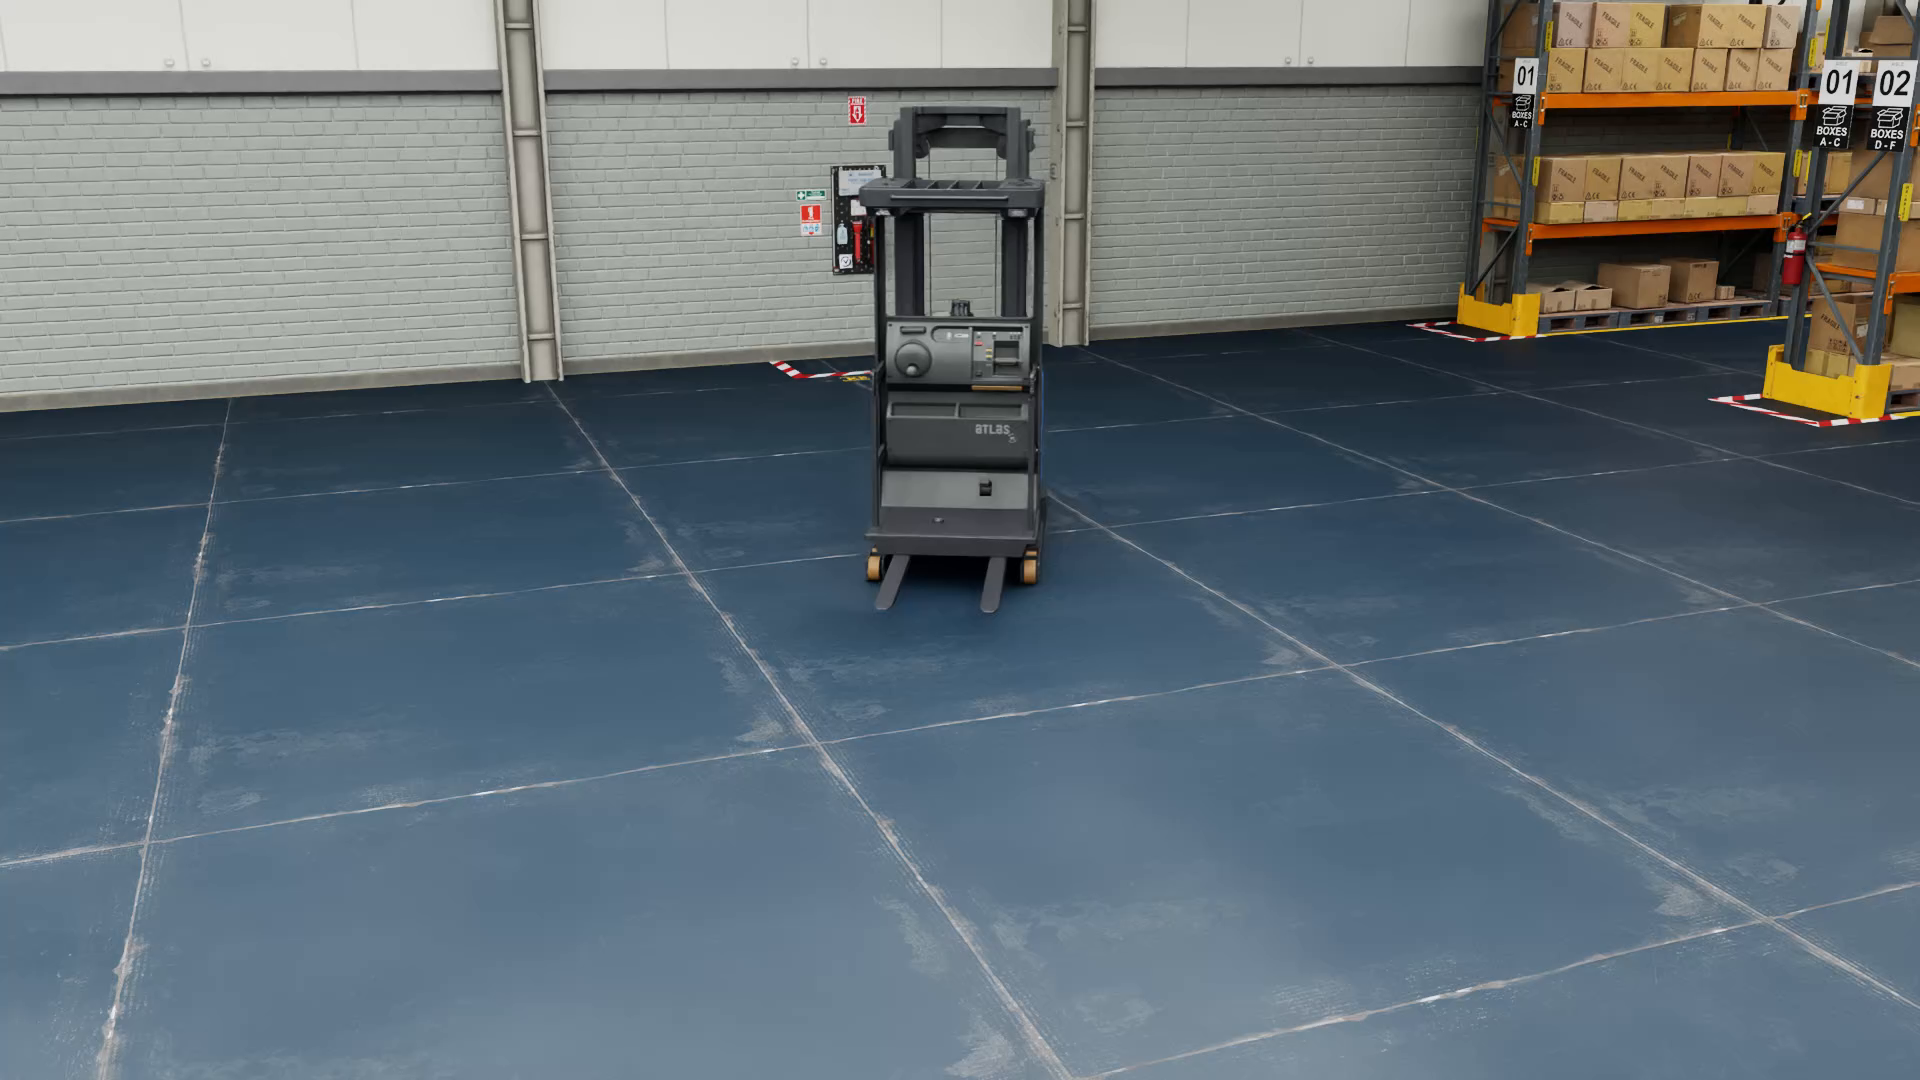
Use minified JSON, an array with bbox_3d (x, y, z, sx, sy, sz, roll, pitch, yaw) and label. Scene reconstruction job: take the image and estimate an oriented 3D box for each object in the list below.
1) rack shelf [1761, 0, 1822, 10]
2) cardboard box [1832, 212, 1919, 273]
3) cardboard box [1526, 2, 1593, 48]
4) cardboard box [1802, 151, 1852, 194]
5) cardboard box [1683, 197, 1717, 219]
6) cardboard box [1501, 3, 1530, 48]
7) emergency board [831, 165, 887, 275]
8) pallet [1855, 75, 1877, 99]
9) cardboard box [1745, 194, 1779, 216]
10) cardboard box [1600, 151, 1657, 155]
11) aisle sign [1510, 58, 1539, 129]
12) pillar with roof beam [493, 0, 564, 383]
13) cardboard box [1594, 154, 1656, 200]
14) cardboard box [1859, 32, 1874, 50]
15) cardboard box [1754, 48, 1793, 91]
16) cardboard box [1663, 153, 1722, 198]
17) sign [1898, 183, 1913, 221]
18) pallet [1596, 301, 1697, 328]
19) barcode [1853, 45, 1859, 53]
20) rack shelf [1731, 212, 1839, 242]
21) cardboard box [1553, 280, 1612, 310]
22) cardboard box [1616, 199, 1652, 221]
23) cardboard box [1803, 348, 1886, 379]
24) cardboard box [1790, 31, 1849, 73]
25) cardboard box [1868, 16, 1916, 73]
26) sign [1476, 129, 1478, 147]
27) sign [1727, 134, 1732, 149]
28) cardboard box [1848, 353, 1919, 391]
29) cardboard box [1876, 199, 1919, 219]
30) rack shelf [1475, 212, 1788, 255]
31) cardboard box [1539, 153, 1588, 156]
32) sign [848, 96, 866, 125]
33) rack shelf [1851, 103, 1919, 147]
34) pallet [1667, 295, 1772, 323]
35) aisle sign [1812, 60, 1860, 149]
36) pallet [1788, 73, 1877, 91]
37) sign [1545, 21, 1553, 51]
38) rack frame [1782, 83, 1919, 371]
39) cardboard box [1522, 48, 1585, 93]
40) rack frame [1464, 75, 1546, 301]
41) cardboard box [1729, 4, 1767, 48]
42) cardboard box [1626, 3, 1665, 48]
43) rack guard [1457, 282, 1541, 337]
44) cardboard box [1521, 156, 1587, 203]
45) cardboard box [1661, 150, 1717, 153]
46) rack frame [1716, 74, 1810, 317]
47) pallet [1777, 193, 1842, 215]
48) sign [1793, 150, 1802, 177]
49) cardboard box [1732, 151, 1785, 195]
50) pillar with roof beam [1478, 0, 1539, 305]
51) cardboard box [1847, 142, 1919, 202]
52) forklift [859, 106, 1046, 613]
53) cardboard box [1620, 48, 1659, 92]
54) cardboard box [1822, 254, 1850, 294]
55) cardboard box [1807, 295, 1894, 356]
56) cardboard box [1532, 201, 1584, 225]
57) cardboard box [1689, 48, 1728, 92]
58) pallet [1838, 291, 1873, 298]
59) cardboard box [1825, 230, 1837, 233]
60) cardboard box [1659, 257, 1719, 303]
[{"bbox_3d":[12.120,-6.975,21.366,4.000,0.370,1.077,-6,17,-20],"label":"rack shelf"},{"bbox_3d":[8.734,-2.817,15.691,0.500,0.500,0.700,-6,17,-20],"label":"cardboard box"},{"bbox_3d":[6.964,-5.980,19.328,0.500,0.500,0.500,-8,18,-24],"label":"cardboard box"},{"bbox_3d":[11.265,-4.788,21.621,0.500,0.500,0.700,-4,17,-14],"label":"cardboard box"},{"bbox_3d":[8.987,-4.139,20.601,0.500,0.250,0.500,-6,17,-20],"label":"cardboard box"},{"bbox_3d":[6.827,-6.118,19.796,0.500,0.500,0.500,-5,17,-18],"label":"cardboard box"},{"bbox_3d":[-1.062,-3.483,18.135,0.643,1.169,0.194,-6,17,-20],"label":"emergency board"},{"bbox_3d":[8.963,-4.187,15.366,1.213,0.211,1.003,-6,17,-20],"label":"pallet"},{"bbox_3d":[9.919,-4.242,20.951,0.500,0.250,0.500,-6,17,-20],"label":"cardboard box"},{"bbox_3d":[8.307,-4.582,20.777,0.500,0.500,0.500,-6,17,-19],"label":"cardboard box"},{"bbox_3d":[6.558,-5.190,19.334,0.004,0.787,0.394,-6,17,-20],"label":"aisle sign"},{"bbox_3d":[-2.803,-4.863,12.187,0.400,9.000,9.100,-6,17,-20],"label":"pillar with roof beam"},{"bbox_3d":[8.021,-4.393,20.134,0.500,0.500,0.500,-7,18,-22],"label":"cardboard box"},{"bbox_3d":[11.944,-6.279,21.411,0.500,0.500,0.500,-7,18,-22],"label":"cardboard box"},{"bbox_3d":[9.867,-5.813,20.532,0.500,0.500,0.500,-6,17,-19],"label":"cardboard box"},{"bbox_3d":[8.984,-4.501,20.501,0.500,0.500,0.500,-7,18,-22],"label":"cardboard box"},{"bbox_3d":[8.487,-3.033,14.924,0.005,0.325,0.100,-6,17,-20],"label":"sign"},{"bbox_3d":[8.497,-2.893,21.075,1.213,0.211,1.003,-6,17,-20],"label":"pallet"},{"bbox_3d":[8.403,-4.601,15.588,0.075,0.075,0.001,-6,17,-20],"label":"barcode"},{"bbox_3d":[12.120,-4.289,22.155,4.000,0.370,1.077,-6,17,-20],"label":"rack shelf"},{"bbox_3d":[7.728,-3.053,20.663,0.500,0.311,0.500,-5,17,-15],"label":"cardboard box"},{"bbox_3d":[8.045,-4.038,20.256,0.500,0.250,0.500,-6,18,-21],"label":"cardboard box"},{"bbox_3d":[8.689,-1.740,16.334,0.500,0.250,0.500,-6,17,-20],"label":"cardboard box"},{"bbox_3d":[10.792,-6.155,20.987,0.500,0.500,0.500,-4,17,-12],"label":"cardboard box"},{"bbox_3d":[8.832,-4.540,15.234,0.637,0.503,0.797,-5,17,-16],"label":"cardboard box"},{"bbox_3d":[6.338,-4.884,20.290,0.005,0.325,0.100,-6,17,-20],"label":"sign"},{"bbox_3d":[10.051,-5.133,21.700,0.005,0.325,0.100,-6,17,-20],"label":"sign"},{"bbox_3d":[8.874,-1.604,15.870,0.500,0.250,0.500,-6,17,-20],"label":"cardboard box"},{"bbox_3d":[8.737,-3.068,15.393,0.250,0.149,0.380,-6,18,-20],"label":"cardboard box"},{"bbox_3d":[8.385,-3.885,20.782,4.000,0.370,1.077,-6,17,-20],"label":"rack shelf"},{"bbox_3d":[7.355,-4.478,20.423,0.500,0.500,0.500,-6,17,-19],"label":"cardboard box"},{"bbox_3d":[-1.105,-4.621,17.895,0.199,0.298,0.001,-6,17,-20],"label":"sign"},{"bbox_3d":[10.161,-4.021,15.922,4.000,0.370,1.077,-6,17,-20],"label":"rack shelf"},{"bbox_3d":[9.638,-3.017,21.498,1.213,0.211,1.003,-6,17,-20],"label":"pallet"},{"bbox_3d":[8.127,-4.044,15.431,0.004,0.787,0.394,-6,17,-20],"label":"aisle sign"},{"bbox_3d":[10.868,-5.815,21.087,1.003,0.211,1.213,-6,17,-20],"label":"pallet"},{"bbox_3d":[6.712,-5.745,18.962,0.005,0.325,0.100,-6,17,-20],"label":"sign"},{"bbox_3d":[8.294,-2.726,15.557,0.127,3.000,1.000,-6,17,-20],"label":"rack frame"},{"bbox_3d":[6.919,-5.493,19.445,0.500,0.500,0.500,-6,17,-19],"label":"cardboard box"},{"bbox_3d":[6.518,-4.029,19.994,0.127,3.000,1.000,-6,17,-20],"label":"rack frame"},{"bbox_3d":[9.371,-6.228,20.173,0.500,0.500,0.500,-5,17,-17],"label":"cardboard box"},{"bbox_3d":[7.925,-6.072,19.641,0.500,0.500,0.500,-6,17,-19],"label":"cardboard box"},{"bbox_3d":[6.589,-2.837,20.372,0.348,0.500,1.175,-6,17,-20],"label":"rack guard"},{"bbox_3d":[7.071,-4.295,19.801,0.500,0.500,0.500,-6,17,-20],"label":"cardboard box"},{"bbox_3d":[9.255,-4.686,21.131,0.500,0.500,0.500,-6,17,-20],"label":"cardboard box"},{"bbox_3d":[10.253,-4.432,21.367,0.127,3.000,1.000,-6,17,-20],"label":"rack frame"},{"bbox_3d":[11.019,-4.379,21.526,1.213,0.211,1.003,-6,17,-20],"label":"pallet"},{"bbox_3d":[10.454,-4.705,20.762,0.005,0.325,0.100,-6,17,-20],"label":"sign"},{"bbox_3d":[9.922,-4.600,20.840,0.500,0.500,0.500,-6,17,-20],"label":"cardboard box"},{"bbox_3d":[8.402,-6.073,16.307,0.400,9.000,9.100,-6,17,-20],"label":"pillar with roof beam"},{"bbox_3d":[8.784,-3.445,15.527,0.500,0.500,0.700,-6,17,-20],"label":"cardboard box"},{"bbox_3d":[-0.027,-1.216,10.538,1.130,2.935,3.031,1,16,4],"label":"forklift"},{"bbox_3d":[7.917,-5.592,19.779,0.500,0.500,0.500,-5,17,-18],"label":"cardboard box"},{"bbox_3d":[11.399,-3.588,22.147,0.500,0.500,0.700,-7,18,-21],"label":"cardboard box"},{"bbox_3d":[8.688,-2.100,16.230,0.500,0.500,0.500,-6,17,-20],"label":"cardboard box"},{"bbox_3d":[7.087,-3.932,19.895,0.500,0.250,0.500,-7,18,-22],"label":"cardboard box"},{"bbox_3d":[8.889,-5.699,20.146,0.500,0.500,0.500,-7,18,-22],"label":"cardboard box"},{"bbox_3d":[12.120,-3.297,22.451,1.213,0.211,1.003,-6,17,-20],"label":"pallet"},{"bbox_3d":[11.829,-3.981,22.156,0.500,0.250,0.500,-7,18,-22],"label":"cardboard box"},{"bbox_3d":[9.298,-3.329,21.265,0.500,0.500,0.500,-8,18,-24],"label":"cardboard box"}]
